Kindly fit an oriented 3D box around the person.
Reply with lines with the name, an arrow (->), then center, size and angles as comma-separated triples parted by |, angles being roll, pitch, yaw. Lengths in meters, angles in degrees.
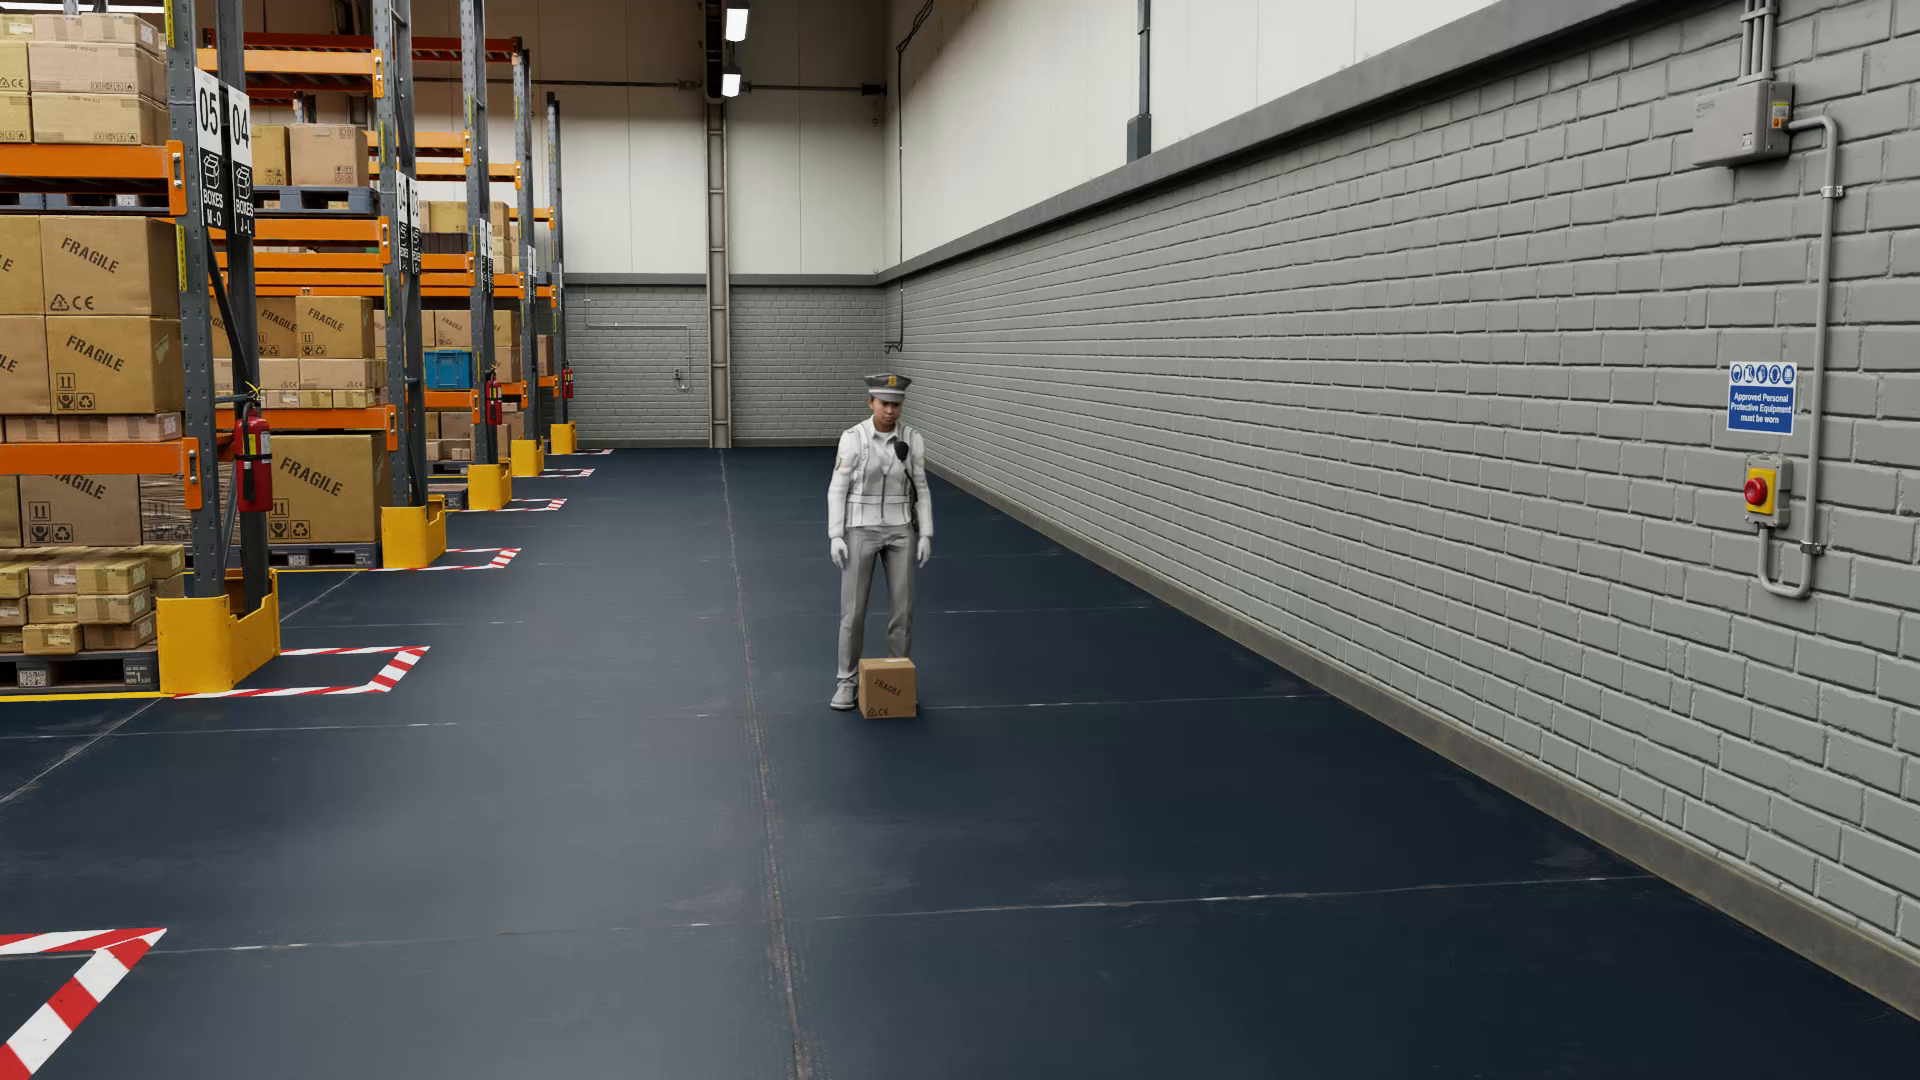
person -> -0.397, -0.001, 8.336 | 0.542, 1.662, 0.375 | -1, 7, -12
